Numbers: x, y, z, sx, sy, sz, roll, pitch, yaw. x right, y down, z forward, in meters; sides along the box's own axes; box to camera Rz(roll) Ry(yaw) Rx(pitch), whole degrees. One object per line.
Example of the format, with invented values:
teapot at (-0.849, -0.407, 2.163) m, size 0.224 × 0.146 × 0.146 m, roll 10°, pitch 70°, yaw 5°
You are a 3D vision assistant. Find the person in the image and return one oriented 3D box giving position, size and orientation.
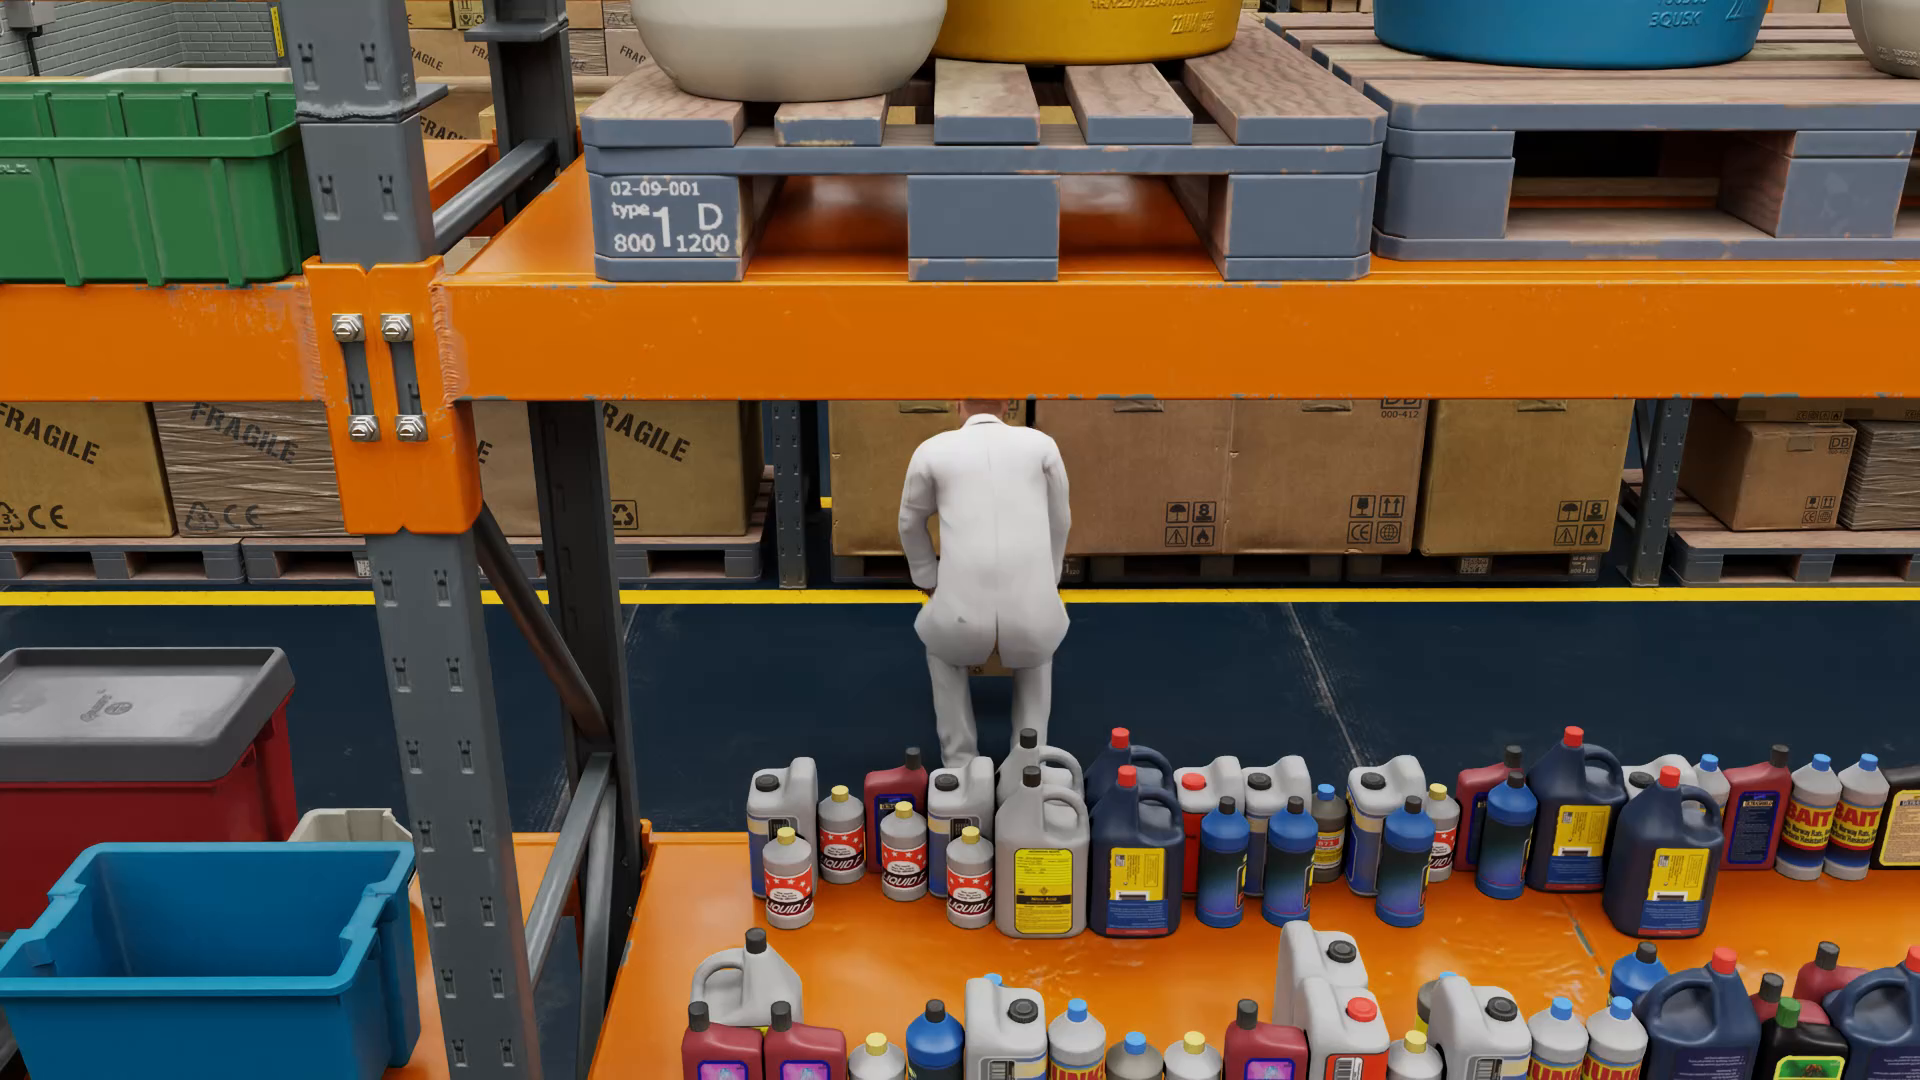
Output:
person at (0.090, 0.176, 6.026) m, size 0.628 × 1.538 × 0.635 m, roll 0°, pitch 24°, yaw 0°
